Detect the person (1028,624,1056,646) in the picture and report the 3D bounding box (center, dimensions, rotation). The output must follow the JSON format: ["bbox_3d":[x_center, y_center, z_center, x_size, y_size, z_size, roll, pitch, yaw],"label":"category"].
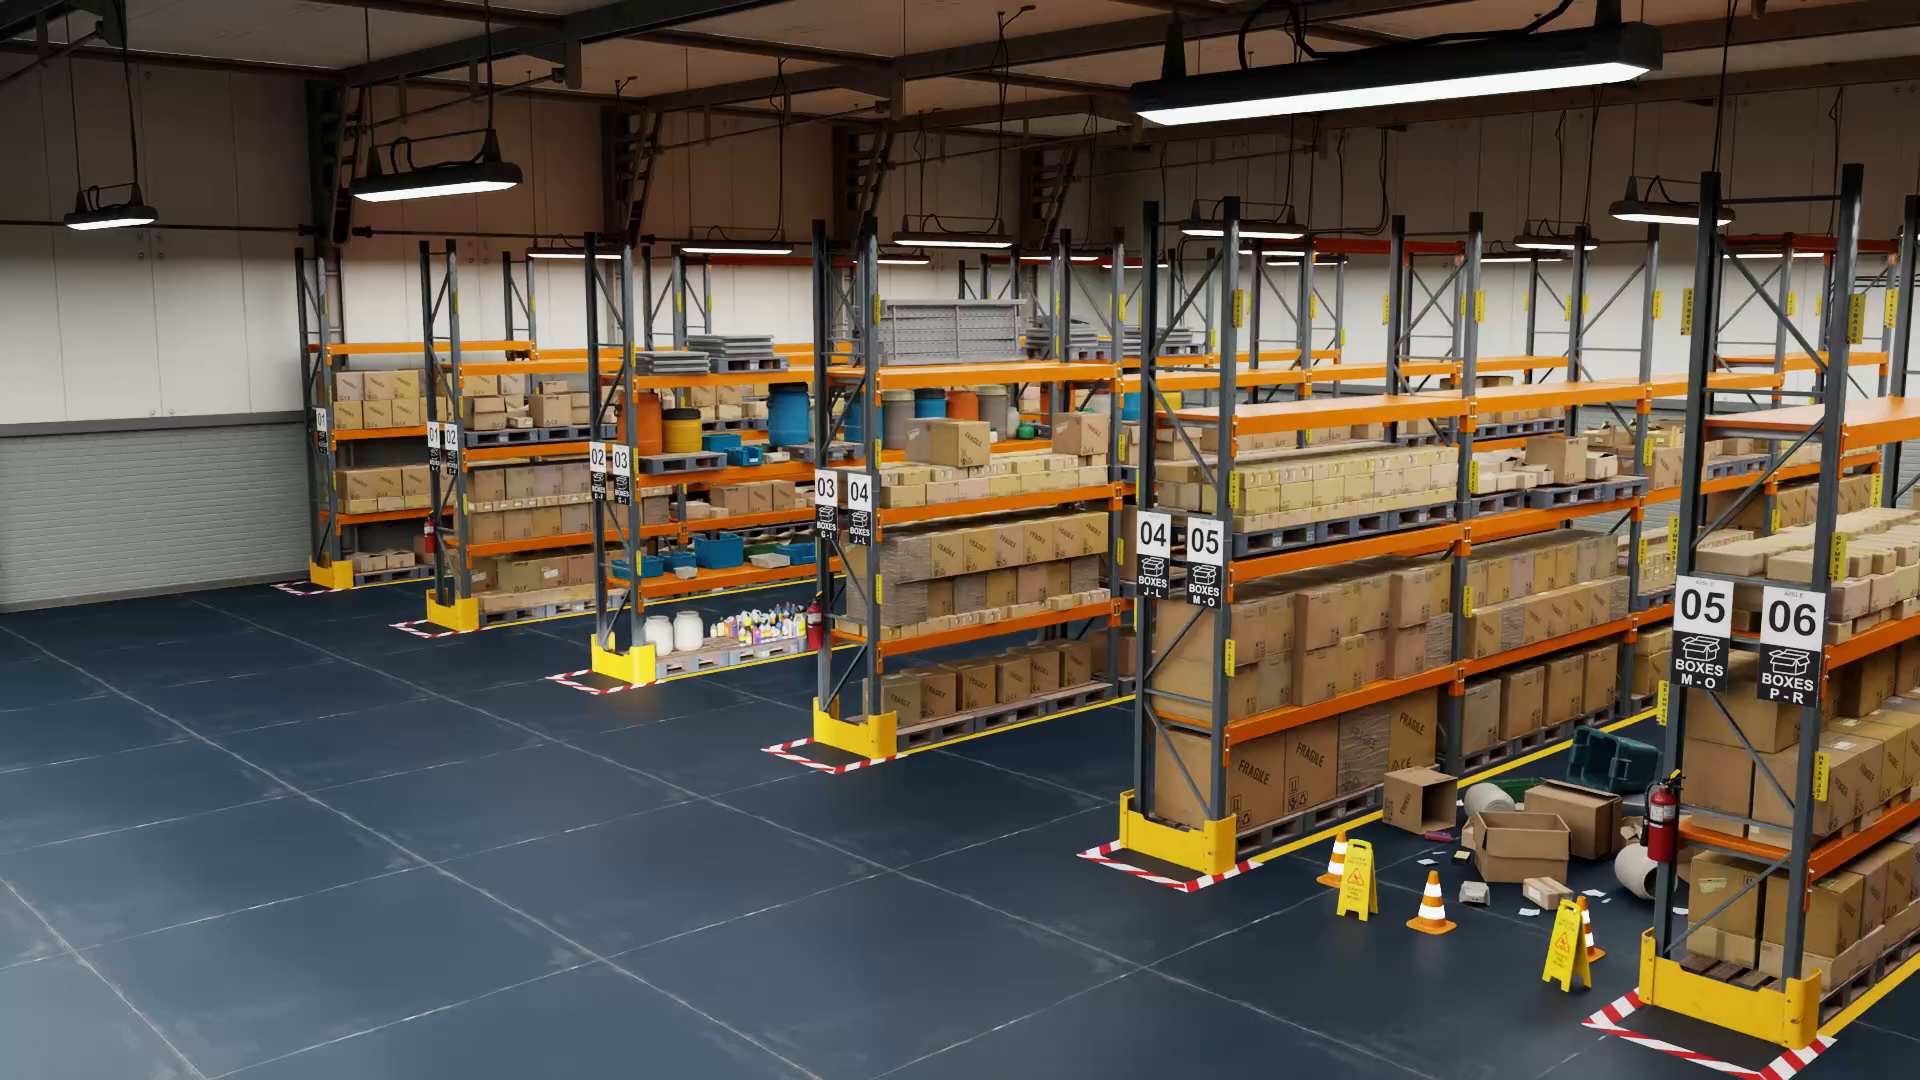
[{"bbox_3d":[1.171,0.642,23.294,0.368,1.669,0.444,3,9,21],"label":"person"}]
